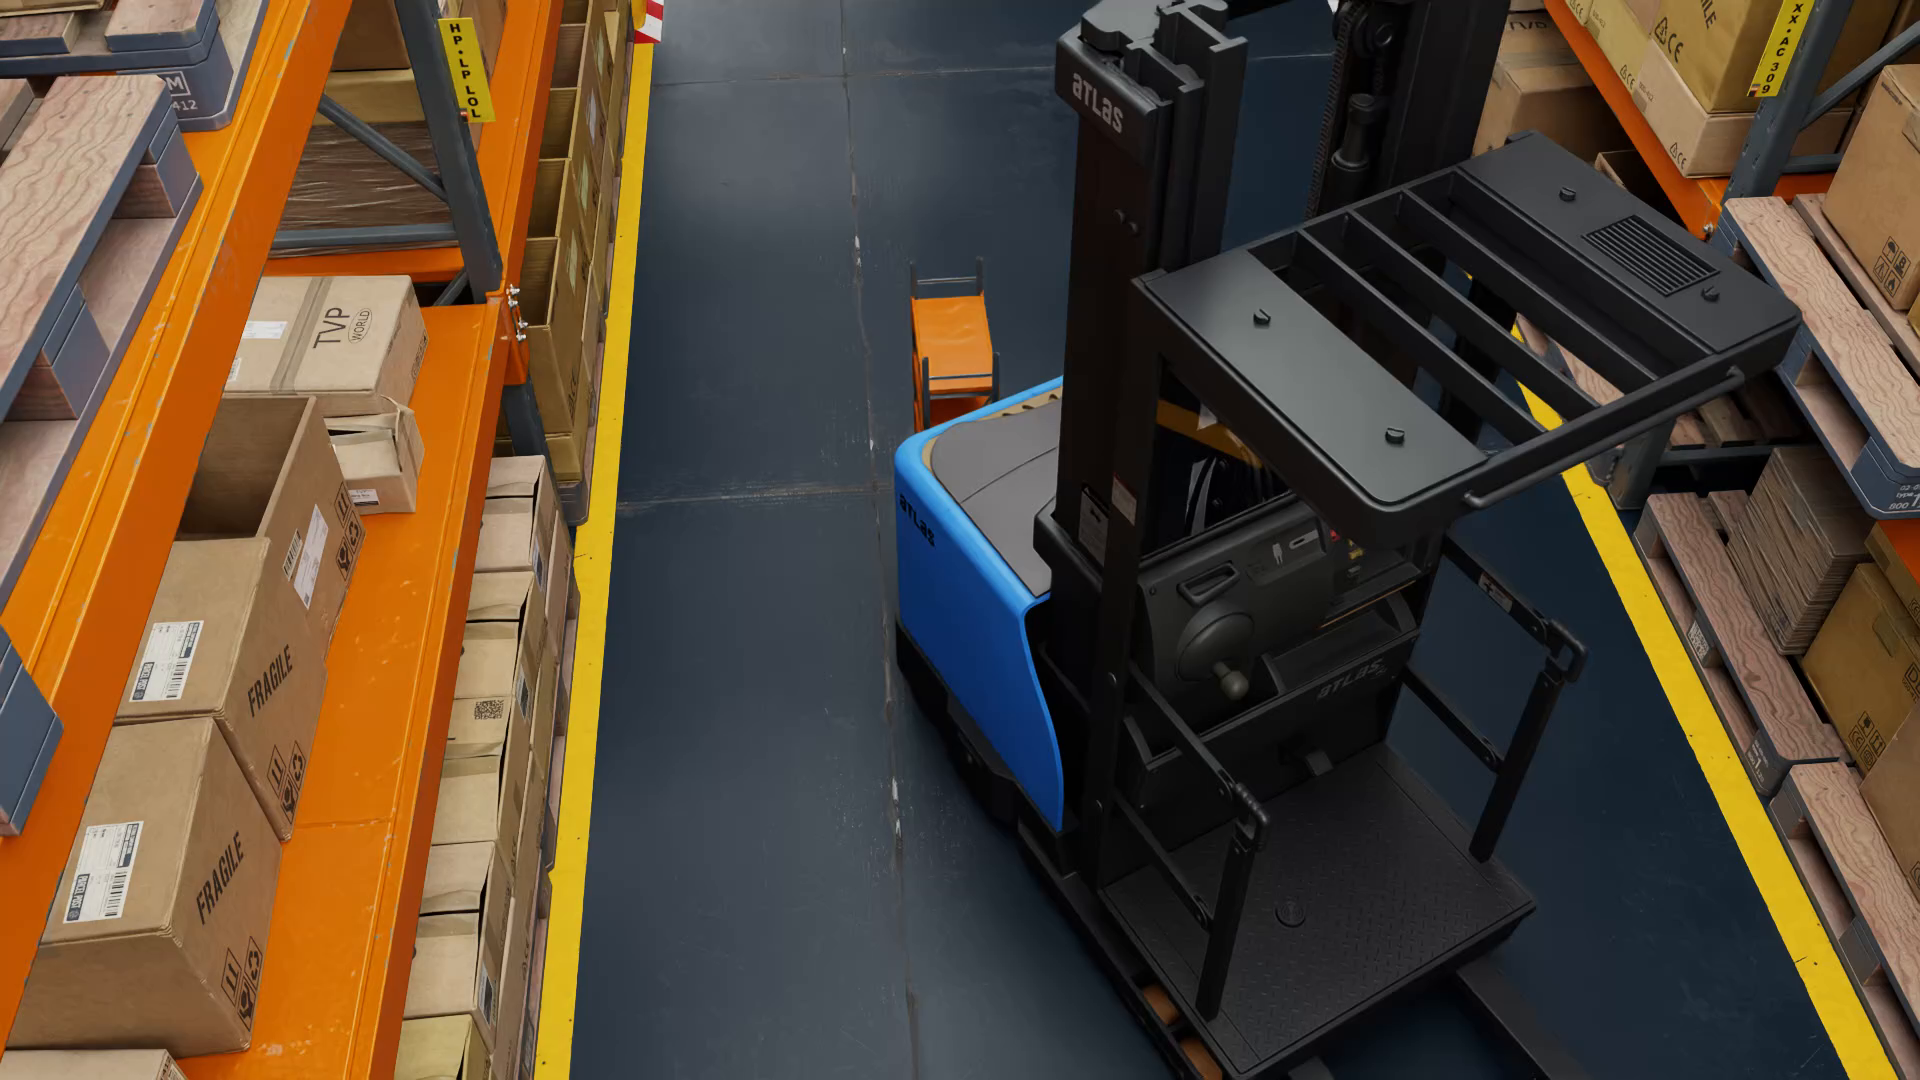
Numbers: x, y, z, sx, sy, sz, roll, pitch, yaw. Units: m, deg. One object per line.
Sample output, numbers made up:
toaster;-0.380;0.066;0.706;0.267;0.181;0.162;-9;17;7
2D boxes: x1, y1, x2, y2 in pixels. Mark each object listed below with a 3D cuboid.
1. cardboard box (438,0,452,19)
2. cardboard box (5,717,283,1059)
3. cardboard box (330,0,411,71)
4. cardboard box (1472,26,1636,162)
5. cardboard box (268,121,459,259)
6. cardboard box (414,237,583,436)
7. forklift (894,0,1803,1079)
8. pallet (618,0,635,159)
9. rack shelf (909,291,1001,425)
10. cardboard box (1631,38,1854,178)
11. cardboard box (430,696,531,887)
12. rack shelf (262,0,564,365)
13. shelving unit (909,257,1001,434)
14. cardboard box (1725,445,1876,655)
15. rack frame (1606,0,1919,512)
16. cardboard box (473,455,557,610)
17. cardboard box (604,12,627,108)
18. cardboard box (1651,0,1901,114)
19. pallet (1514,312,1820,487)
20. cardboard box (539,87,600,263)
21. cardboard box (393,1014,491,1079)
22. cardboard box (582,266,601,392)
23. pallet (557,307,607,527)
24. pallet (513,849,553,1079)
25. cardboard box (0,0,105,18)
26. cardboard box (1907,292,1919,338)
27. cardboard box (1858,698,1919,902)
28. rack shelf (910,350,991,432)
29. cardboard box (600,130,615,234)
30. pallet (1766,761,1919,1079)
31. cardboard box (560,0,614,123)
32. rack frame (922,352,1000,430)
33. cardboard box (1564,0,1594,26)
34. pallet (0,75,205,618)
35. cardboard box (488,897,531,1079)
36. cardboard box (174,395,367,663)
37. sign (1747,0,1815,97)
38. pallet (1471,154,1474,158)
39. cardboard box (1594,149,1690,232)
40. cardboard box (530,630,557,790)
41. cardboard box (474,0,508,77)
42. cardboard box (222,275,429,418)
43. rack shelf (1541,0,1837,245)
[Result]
cardboard box;-1.784;-1.556;5.142;0.380;0.149;0.250;-3;47;-3
cardboard box;-1.755;0.736;3.418;0.500;0.500;0.500;-6;47;-5
cardboard box;-1.976;-1.712;4.843;0.700;0.500;0.500;-3;47;-3
cardboard box;2.696;-1.948;7.448;0.700;0.500;0.500;-6;47;-6
cardboard box;-1.976;-1.266;5.314;0.700;0.500;0.500;-5;47;-4
cardboard box;-1.660;-0.722;5.956;0.500;0.500;0.500;-3;47;-3
forklift;0.961;0.180;4.061;1.130;2.935;3.031;-23;51;-20
pallet;-2.162;-2.295;8.278;1.003;0.211;1.213;-3;47;-3
rack shelf;-0.020;-0.602;5.452;0.258;0.148;0.480;-4;47;-4
cardboard box;2.661;-1.494;5.689;0.500;0.250;0.500;-3;47;-3
cardboard box;-1.524;0.710;4.730;0.500;0.311;0.500;-4;47;-3
rack shelf;-2.100;-2.110;6.678;1.077;0.370;4.000;-3;47;-3
shelving unit;-0.020;-0.331;5.737;0.258;1.200;0.503;-4;47;-4
cardboard box;3.081;0.025;5.579;0.700;0.500;0.500;-2;47;-2
rack frame;3.003;-1.215;5.334;1.000;3.000;0.127;-3;47;-3
cardboard box;-1.613;-0.027;5.428;0.500;0.311;0.500;-3;47;-3
cardboard box;-1.875;-2.273;7.941;0.500;0.250;0.500;-3;47;-3
cardboard box;2.655;-1.751;5.415;0.500;0.500;0.500;-4;47;-3
pallet;2.912;-0.740;6.805;1.003;0.211;1.213;-3;47;-3
cardboard box;-1.744;-1.446;6.641;0.500;0.500;0.500;-3;47;-3
cardboard box;-1.442;1.446;4.033;0.500;0.311;0.500;-5;47;-4
cardboard box;-1.706;-0.826;6.571;0.500;0.250;0.500;-3;47;-3
pallet;-1.958;-0.530;6.606;1.003;0.211;1.213;-3;47;-3
pallet;-1.727;1.463;4.719;1.003;0.211;1.213;-3;47;-3
cardboard box;-1.842;-1.192;3.061;0.500;0.250;0.500;-8;47;-7
cardboard box;3.051;-0.625;4.404;0.700;0.500;0.500;1;47;1
cardboard box;3.177;0.768;4.876;0.700;0.500;0.500;-3;47;-3
rack shelf;-0.020;-0.439;5.624;0.258;0.148;0.480;-4;47;-4
cardboard box;-1.791;-1.549;7.256;0.500;0.250;0.500;-3;47;-3
pallet;3.175;1.192;4.976;1.003;0.211;1.213;-3;47;-3
cardboard box;-1.828;-2.169;7.326;0.500;0.500;0.500;-3;47;-3
rack frame;0.003;-0.155;5.570;0.240;1.200;0.015;-4;47;-4
cardboard box;2.570;-2.218;6.374;0.500;0.250;0.500;-4;47;-4
pallet;-1.840;-0.278;2.511;1.003;0.211;1.213;-2;47;-1
cardboard box;-1.484;1.277;4.579;0.500;0.250;0.500;-3;47;-2
cardboard box;-1.841;-0.007;4.122;0.500;0.500;0.500;0;47;0
sign;2.463;-1.474;4.984;0.100;0.325;0.005;-3;47;-3
pallet;2.806;-1.624;7.643;1.003;0.211;1.213;-3;47;-3
cardboard box;2.876;-1.255;6.791;0.500;0.500;0.500;-7;47;-6
cardboard box;-1.569;0.539;5.278;0.500;0.250;0.500;-4;47;-4
cardboard box;-2.065;-2.010;6.019;0.700;0.500;0.500;-3;47;-3
cardboard box;-1.848;-0.506;4.766;0.500;0.250;0.500;-1;47;-1
rack shelf;2.836;-2.414;6.966;1.077;0.370;4.000;-3;47;-3
